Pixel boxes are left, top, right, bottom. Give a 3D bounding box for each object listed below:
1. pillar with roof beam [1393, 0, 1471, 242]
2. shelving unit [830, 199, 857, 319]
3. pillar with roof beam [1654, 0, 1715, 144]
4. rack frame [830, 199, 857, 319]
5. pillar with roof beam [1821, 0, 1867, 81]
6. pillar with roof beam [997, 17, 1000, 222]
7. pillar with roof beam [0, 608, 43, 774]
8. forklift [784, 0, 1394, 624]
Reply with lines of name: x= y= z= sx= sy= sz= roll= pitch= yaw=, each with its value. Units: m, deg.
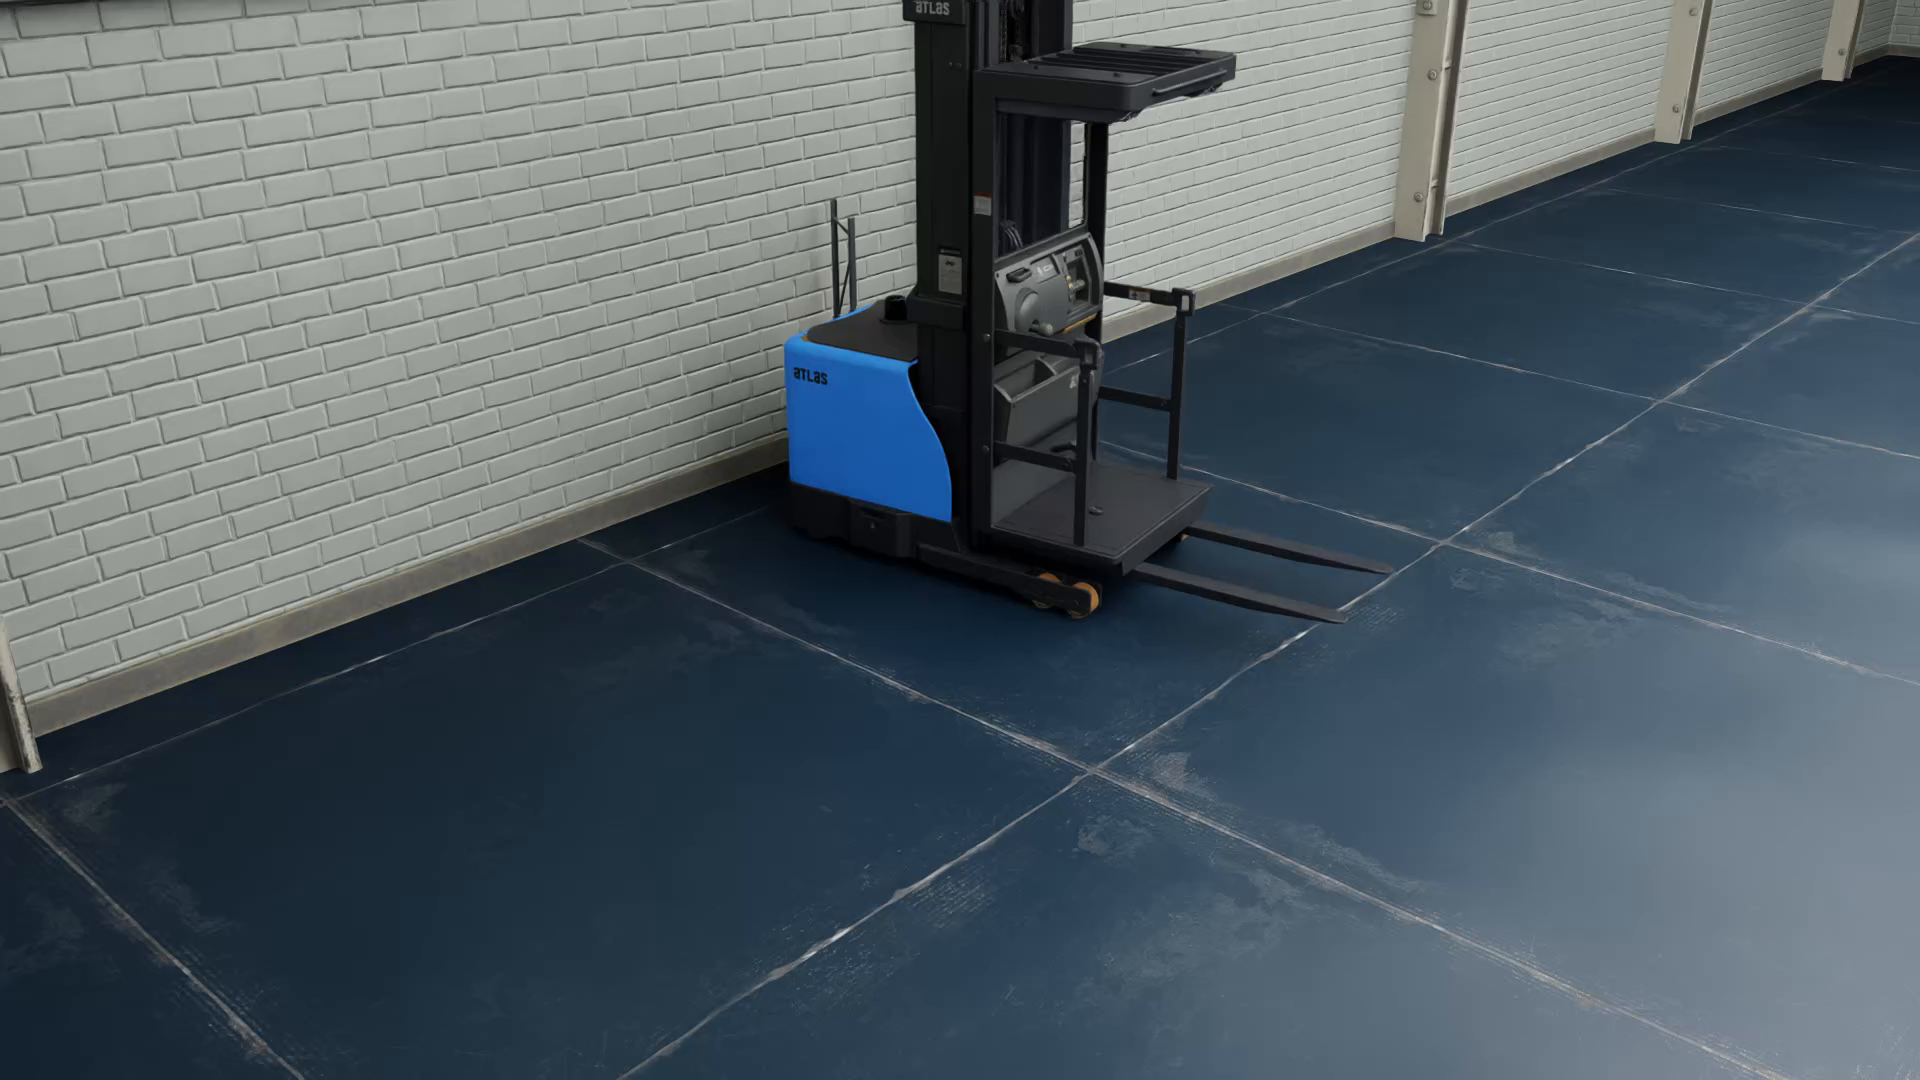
pillar with roof beam: x=7.274 y=-5.648 z=10.348 sx=9.100 sy=9.000 sz=0.400 roll=20 pitch=31 yaw=38
shelving unit: x=-0.169 y=-1.199 z=9.591 sx=1.083 sy=1.500 sz=0.587 roll=-7 pitch=25 yaw=-15
pillar with roof beam: x=11.279 y=-7.476 z=14.425 sx=9.100 sy=9.000 sz=0.400 roll=20 pitch=31 yaw=38
rack frame: x=-0.649 y=-1.142 z=9.465 sx=0.032 sy=1.500 sz=0.500 roll=-7 pitch=25 yaw=-15
pillar with roof beam: x=15.283 y=-9.304 z=18.502 sx=9.100 sy=9.000 sz=0.400 roll=20 pitch=31 yaw=38
pillar with roof beam: x=3.270 y=-3.820 z=6.271 sx=9.100 sy=9.000 sz=0.400 roll=20 pitch=31 yaw=38
pillar with roof beam: x=-0.735 y=-1.992 z=2.194 sx=9.100 sy=9.000 sz=0.400 roll=20 pitch=31 yaw=38
forklift: x=0.608 y=-1.214 z=7.876 sx=3.031 sy=2.935 sz=1.130 roll=15 pitch=28 yaw=29
